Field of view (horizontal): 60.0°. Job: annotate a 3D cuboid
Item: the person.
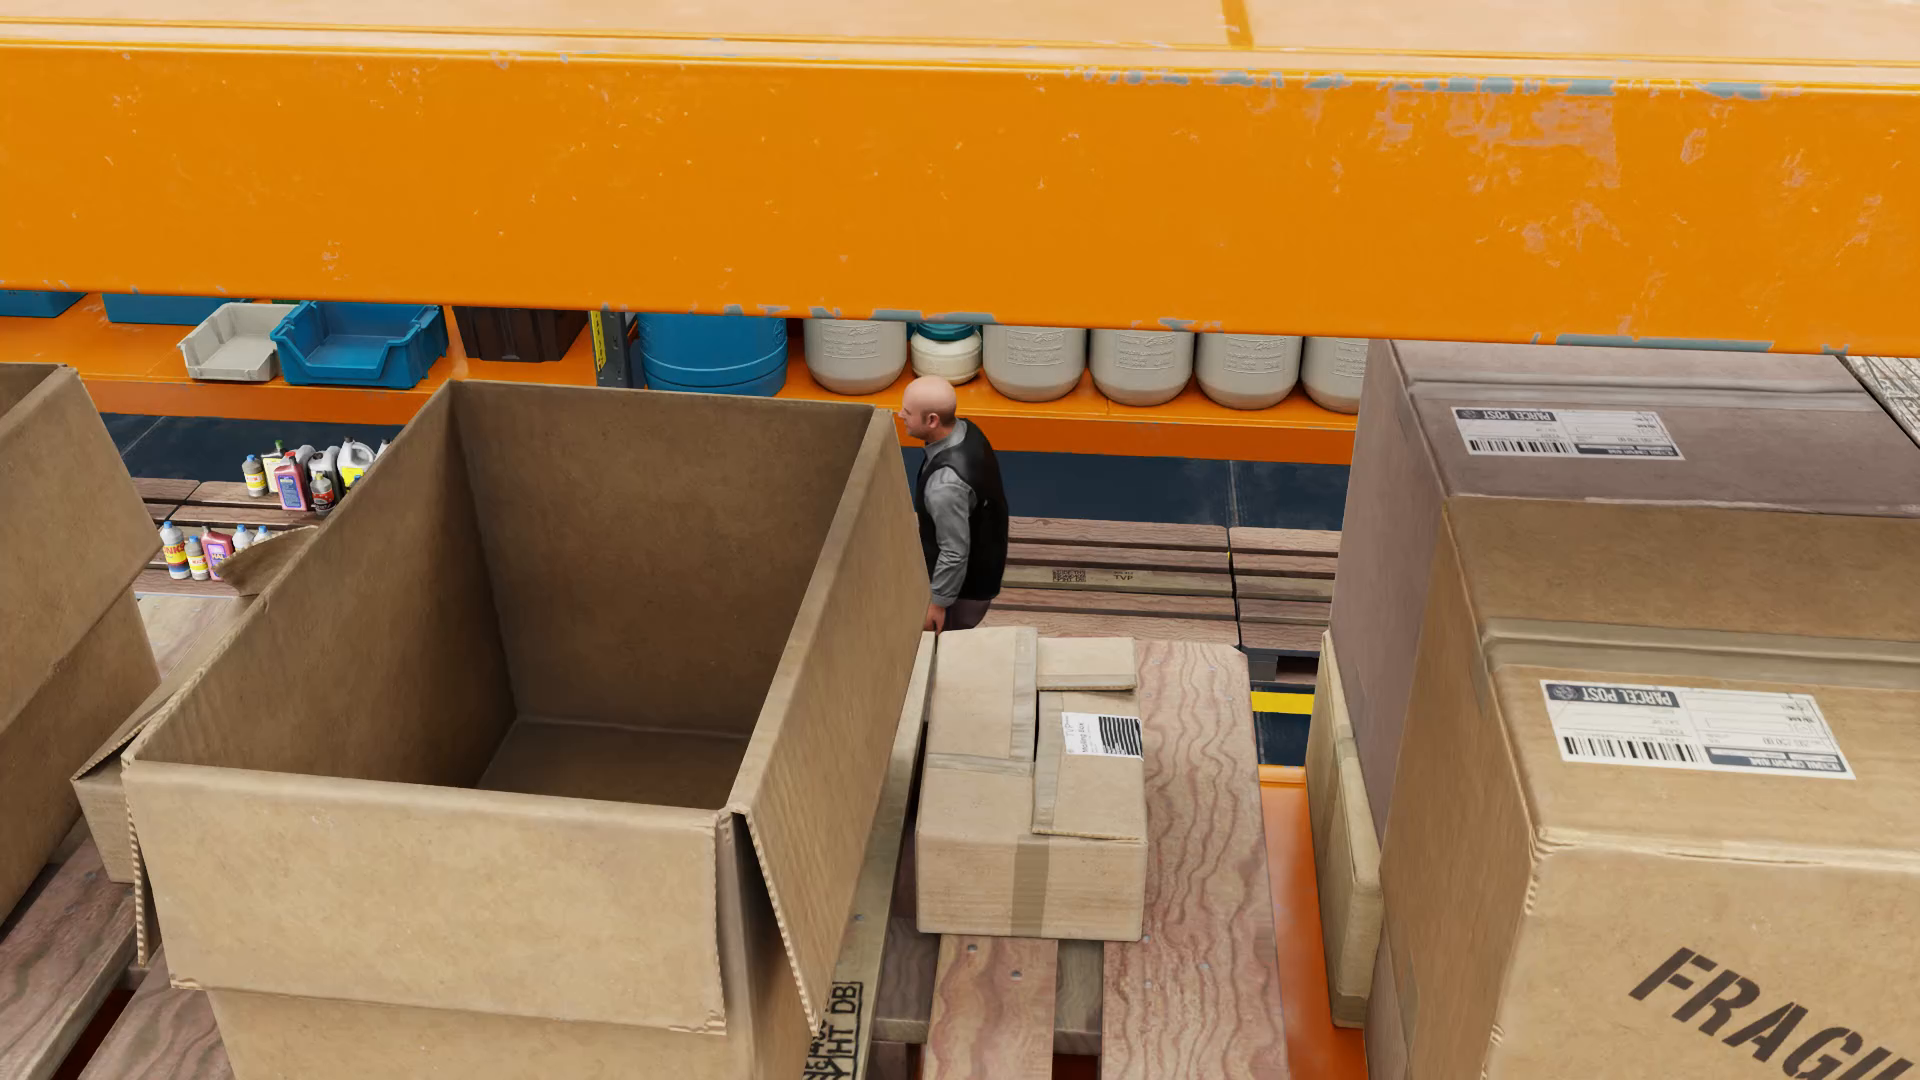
[{"bbox_3d":[-0.024,0.142,6.430,0.421,1.720,0.580,3,32,4],"label":"person"}]
